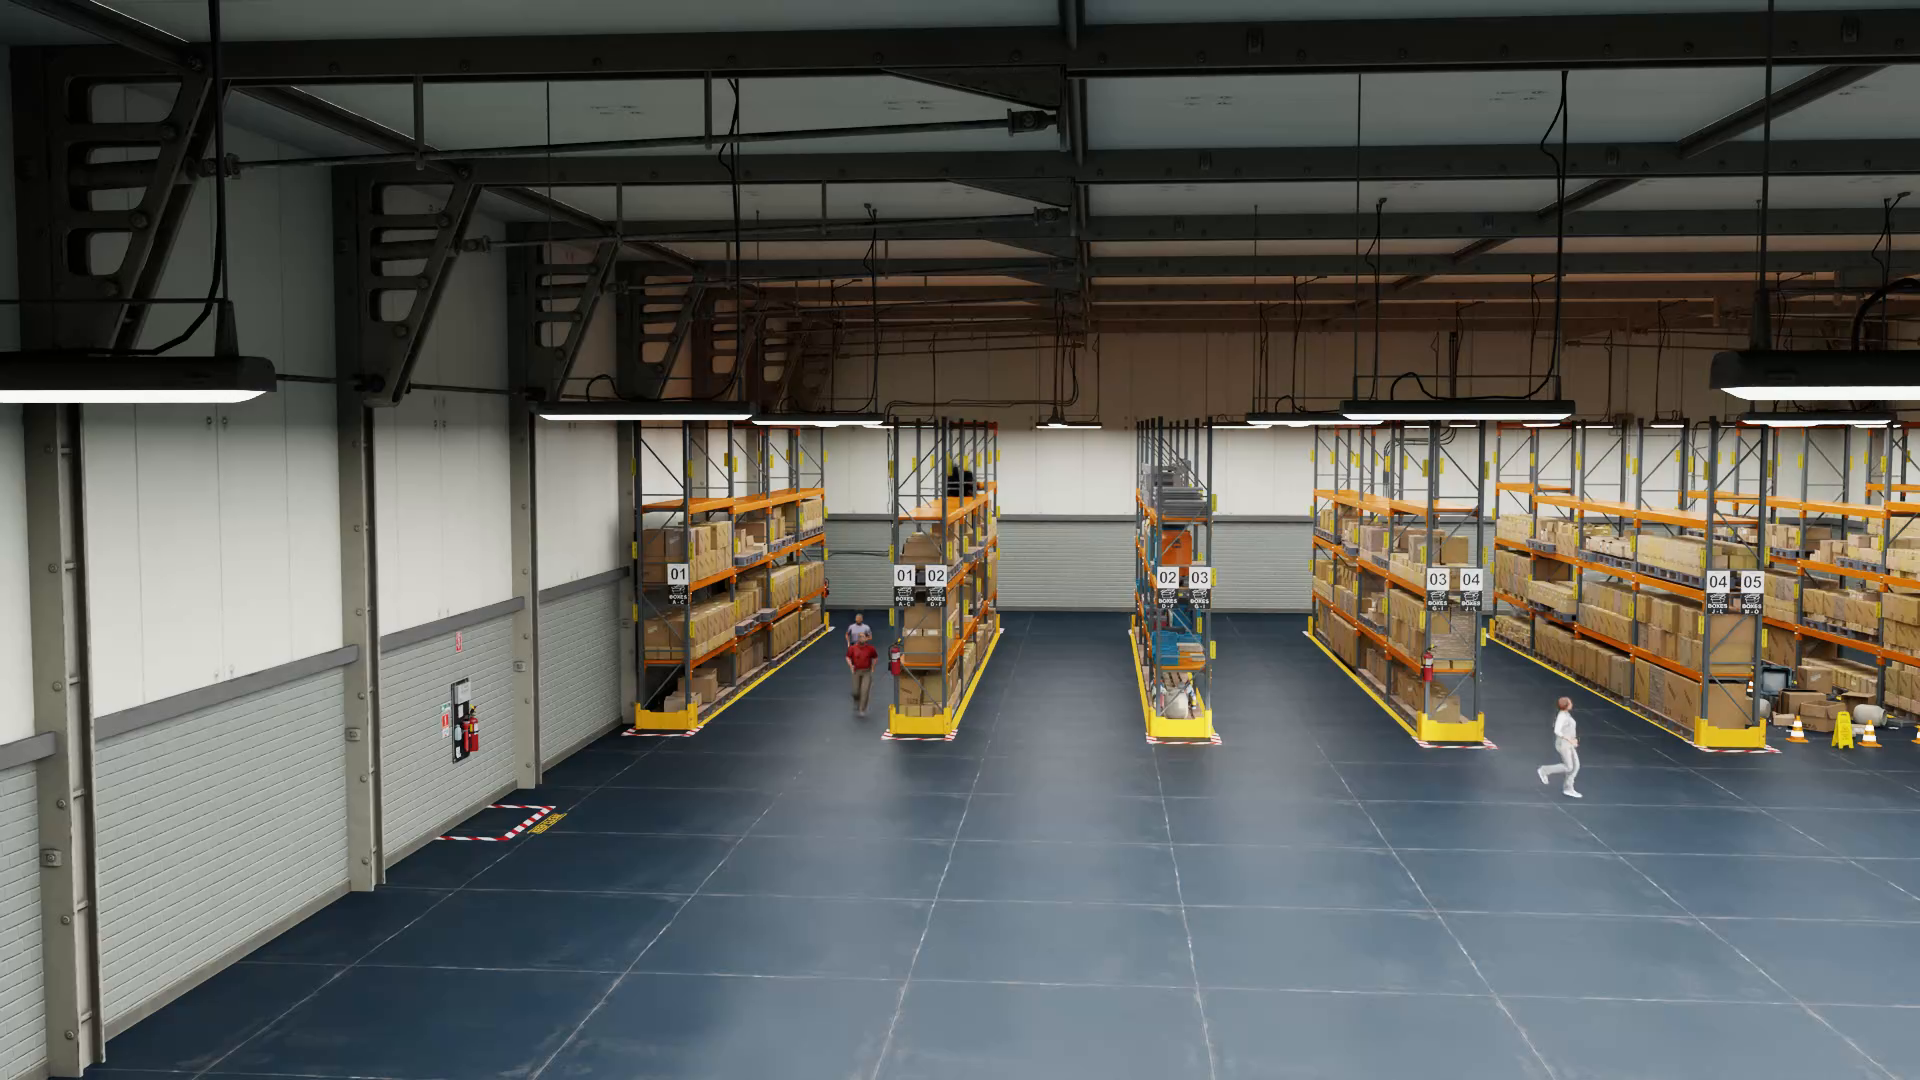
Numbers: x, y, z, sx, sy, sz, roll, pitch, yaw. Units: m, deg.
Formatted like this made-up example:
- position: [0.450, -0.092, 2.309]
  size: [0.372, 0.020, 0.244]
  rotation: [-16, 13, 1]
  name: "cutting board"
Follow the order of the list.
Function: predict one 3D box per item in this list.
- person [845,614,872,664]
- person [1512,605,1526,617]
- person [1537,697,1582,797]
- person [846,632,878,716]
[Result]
- position: [-2.283, 2.466, 37.498]
  size: [0.620, 1.613, 0.782]
  rotation: [0, 4, -3]
  name: "person"
- position: [16.002, 1.772, 47.386]
  size: [0.741, 1.735, 0.702]
  rotation: [0, 4, -2]
  name: "person"
- position: [9.462, 3.243, 26.183]
  size: [0.664, 1.575, 0.536]
  rotation: [2, 4, 30]
  name: "person"
- position: [-1.975, 2.692, 33.514]
  size: [0.649, 1.680, 0.595]
  rotation: [0, 4, -3]
  name: "person"
